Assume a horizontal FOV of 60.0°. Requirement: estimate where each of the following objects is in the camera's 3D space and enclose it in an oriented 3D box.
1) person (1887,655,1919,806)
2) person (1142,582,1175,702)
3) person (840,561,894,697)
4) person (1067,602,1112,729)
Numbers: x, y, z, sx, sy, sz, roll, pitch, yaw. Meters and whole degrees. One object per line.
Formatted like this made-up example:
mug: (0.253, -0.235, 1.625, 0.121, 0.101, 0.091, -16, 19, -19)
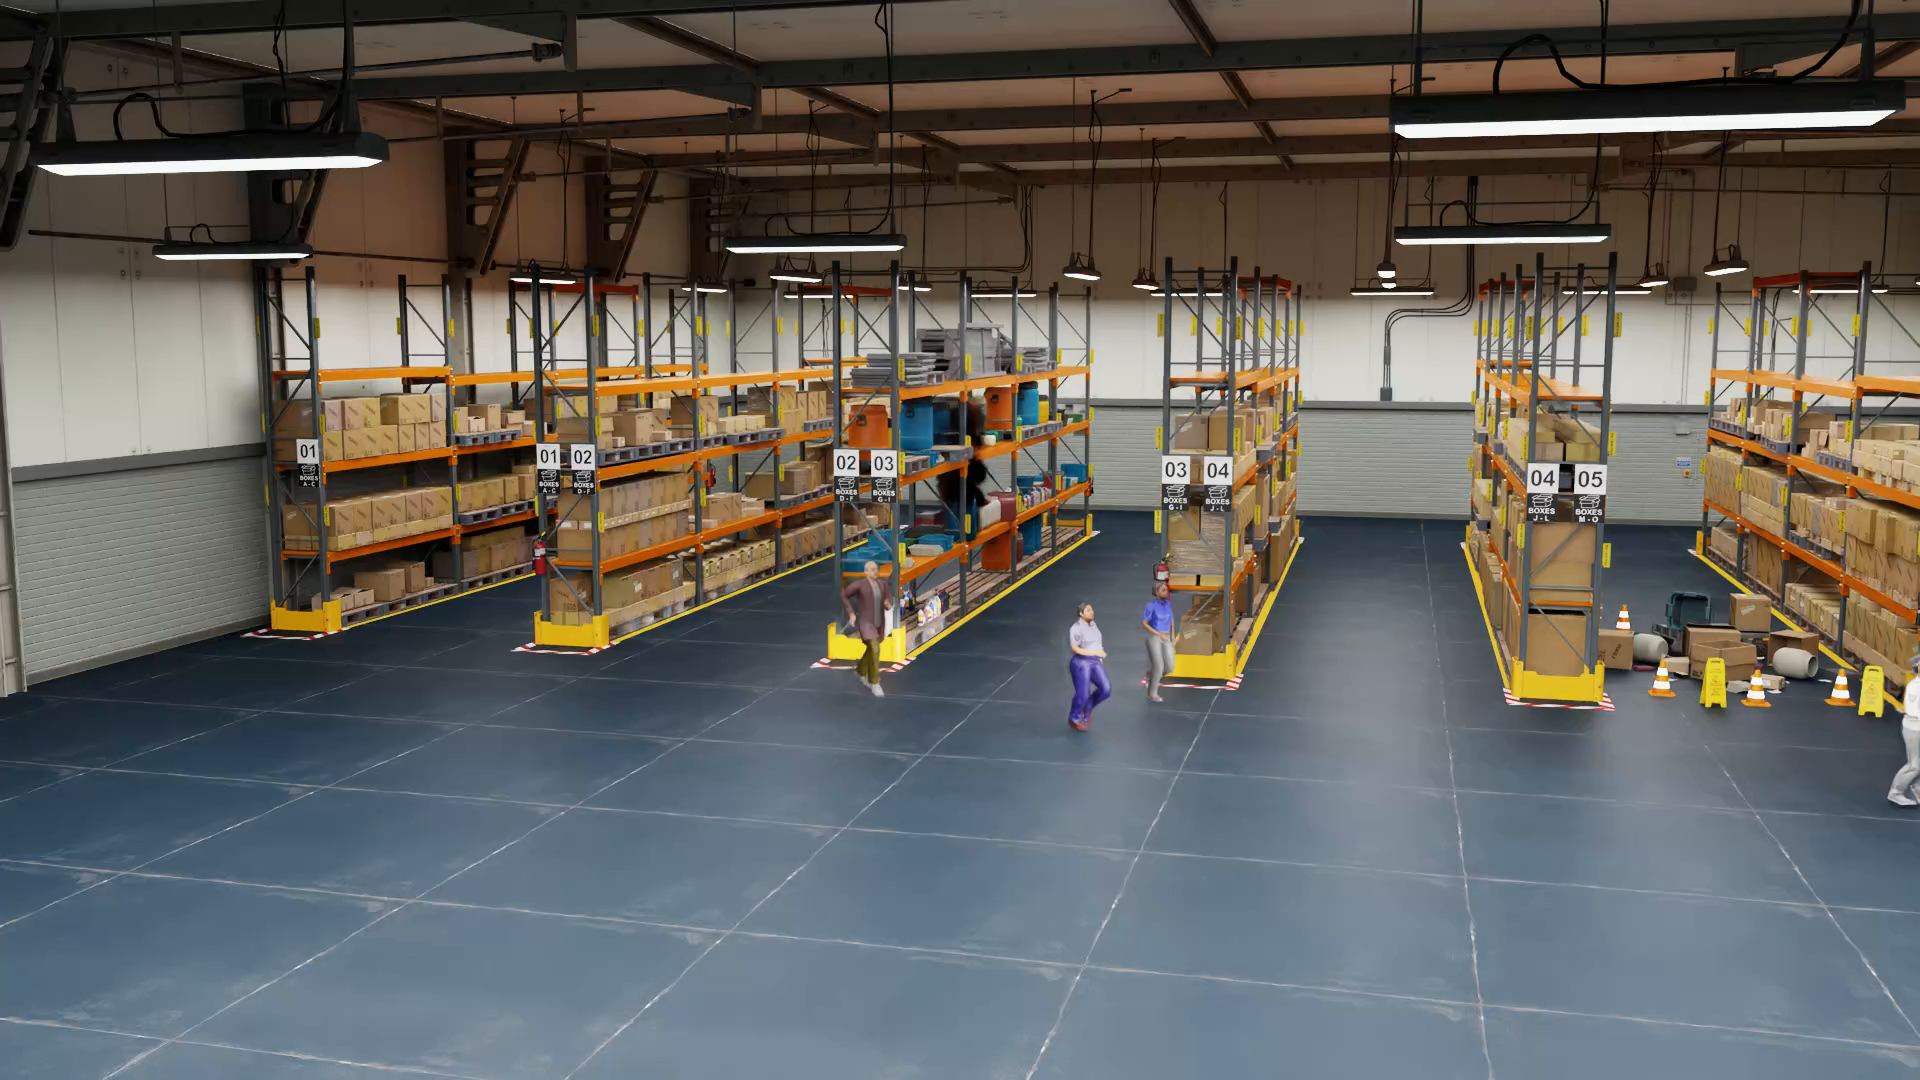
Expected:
person: (10.039, 1.989, 17.274, 0.580, 1.682, 0.659, -4, 8, -28)
person: (2.708, 1.424, 22.534, 0.623, 1.514, 0.593, -5, 9, -37)
person: (-1.239, 1.205, 23.018, 0.681, 1.836, 0.841, -6, 10, -41)
person: (1.617, 1.574, 20.756, 0.593, 1.610, 0.590, 7, 10, 44)
